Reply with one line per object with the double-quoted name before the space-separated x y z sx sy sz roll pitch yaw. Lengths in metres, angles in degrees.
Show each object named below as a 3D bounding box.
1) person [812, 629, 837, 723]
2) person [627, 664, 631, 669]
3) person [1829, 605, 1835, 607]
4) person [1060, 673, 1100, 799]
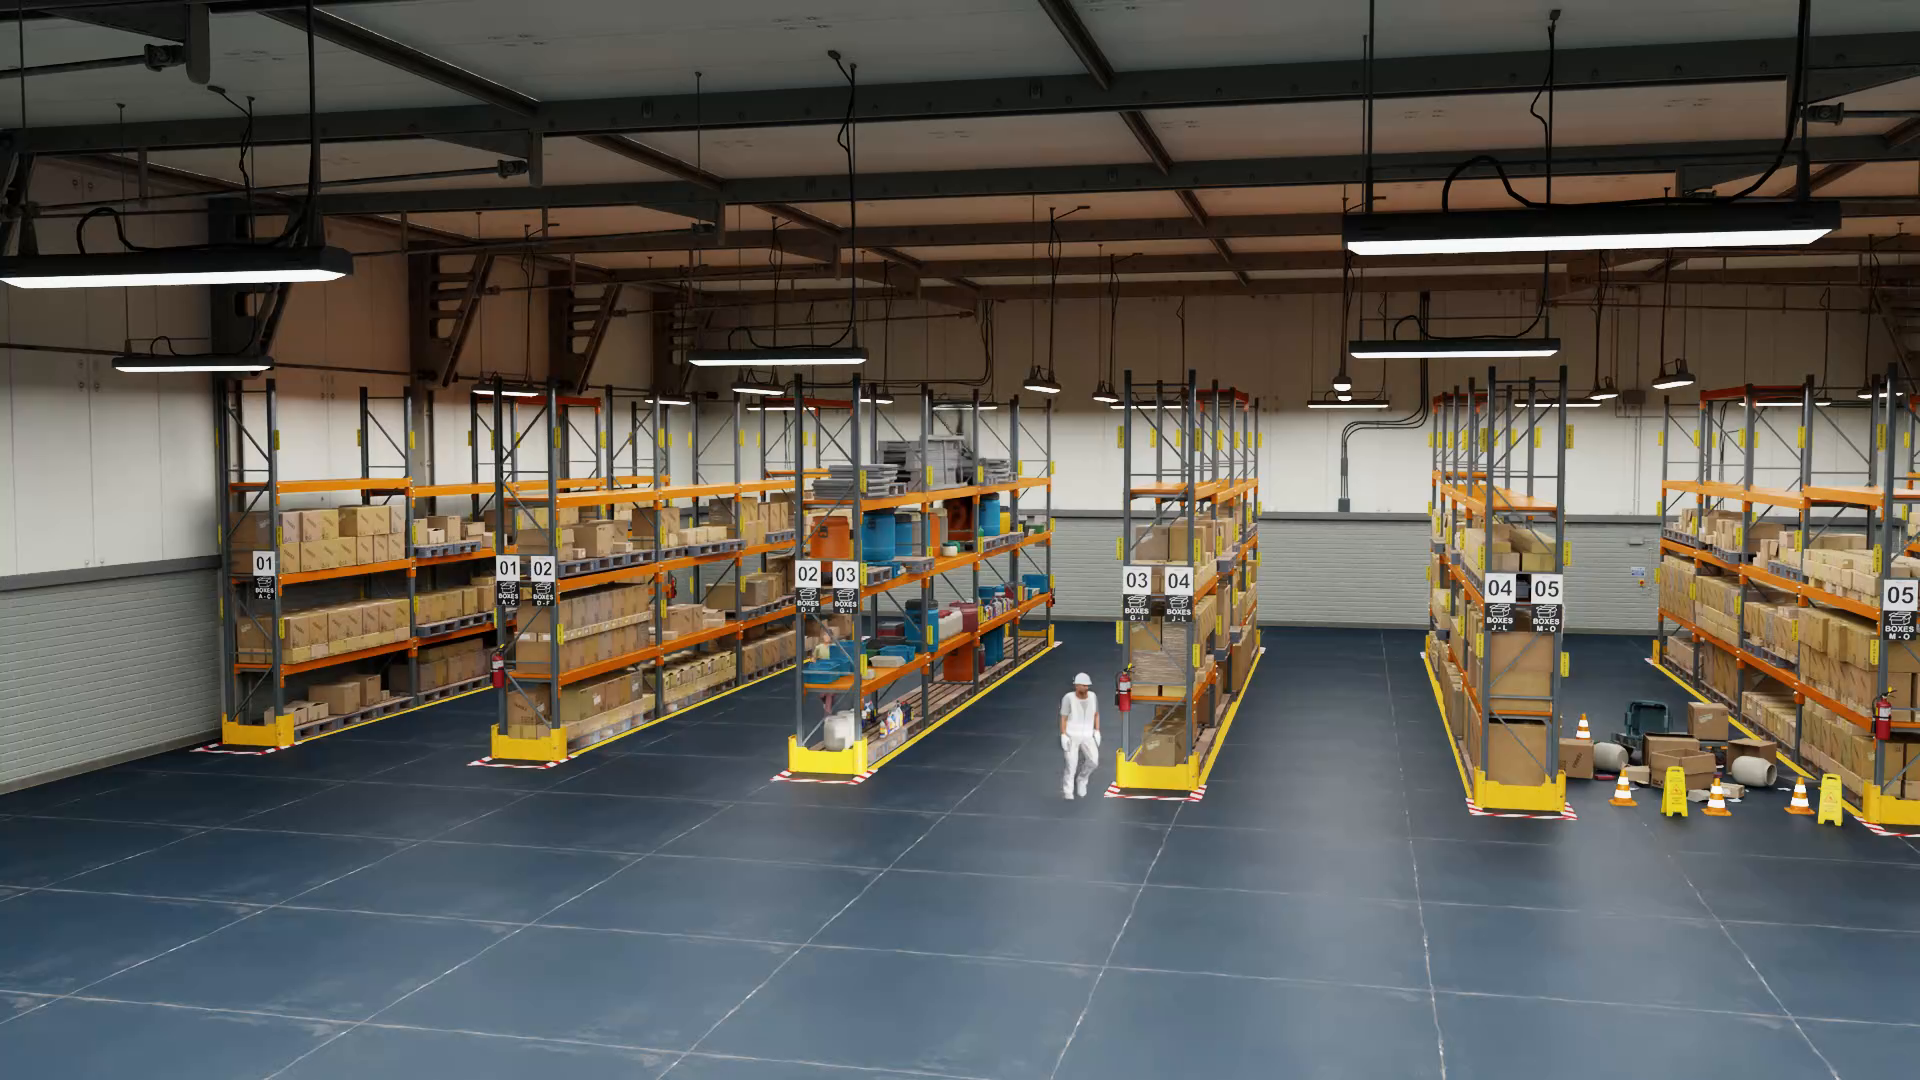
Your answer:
"person" -2.358 2.413 29.736 0.587 1.632 0.746 0 3 0
"person" -6.828 2.174 33.984 0.672 1.662 0.815 1 3 9
"person" 17.106 2.144 32.812 0.628 1.751 0.640 0 3 7
"person" 1.659 2.732 23.184 0.636 1.780 0.512 -1 4 -19
